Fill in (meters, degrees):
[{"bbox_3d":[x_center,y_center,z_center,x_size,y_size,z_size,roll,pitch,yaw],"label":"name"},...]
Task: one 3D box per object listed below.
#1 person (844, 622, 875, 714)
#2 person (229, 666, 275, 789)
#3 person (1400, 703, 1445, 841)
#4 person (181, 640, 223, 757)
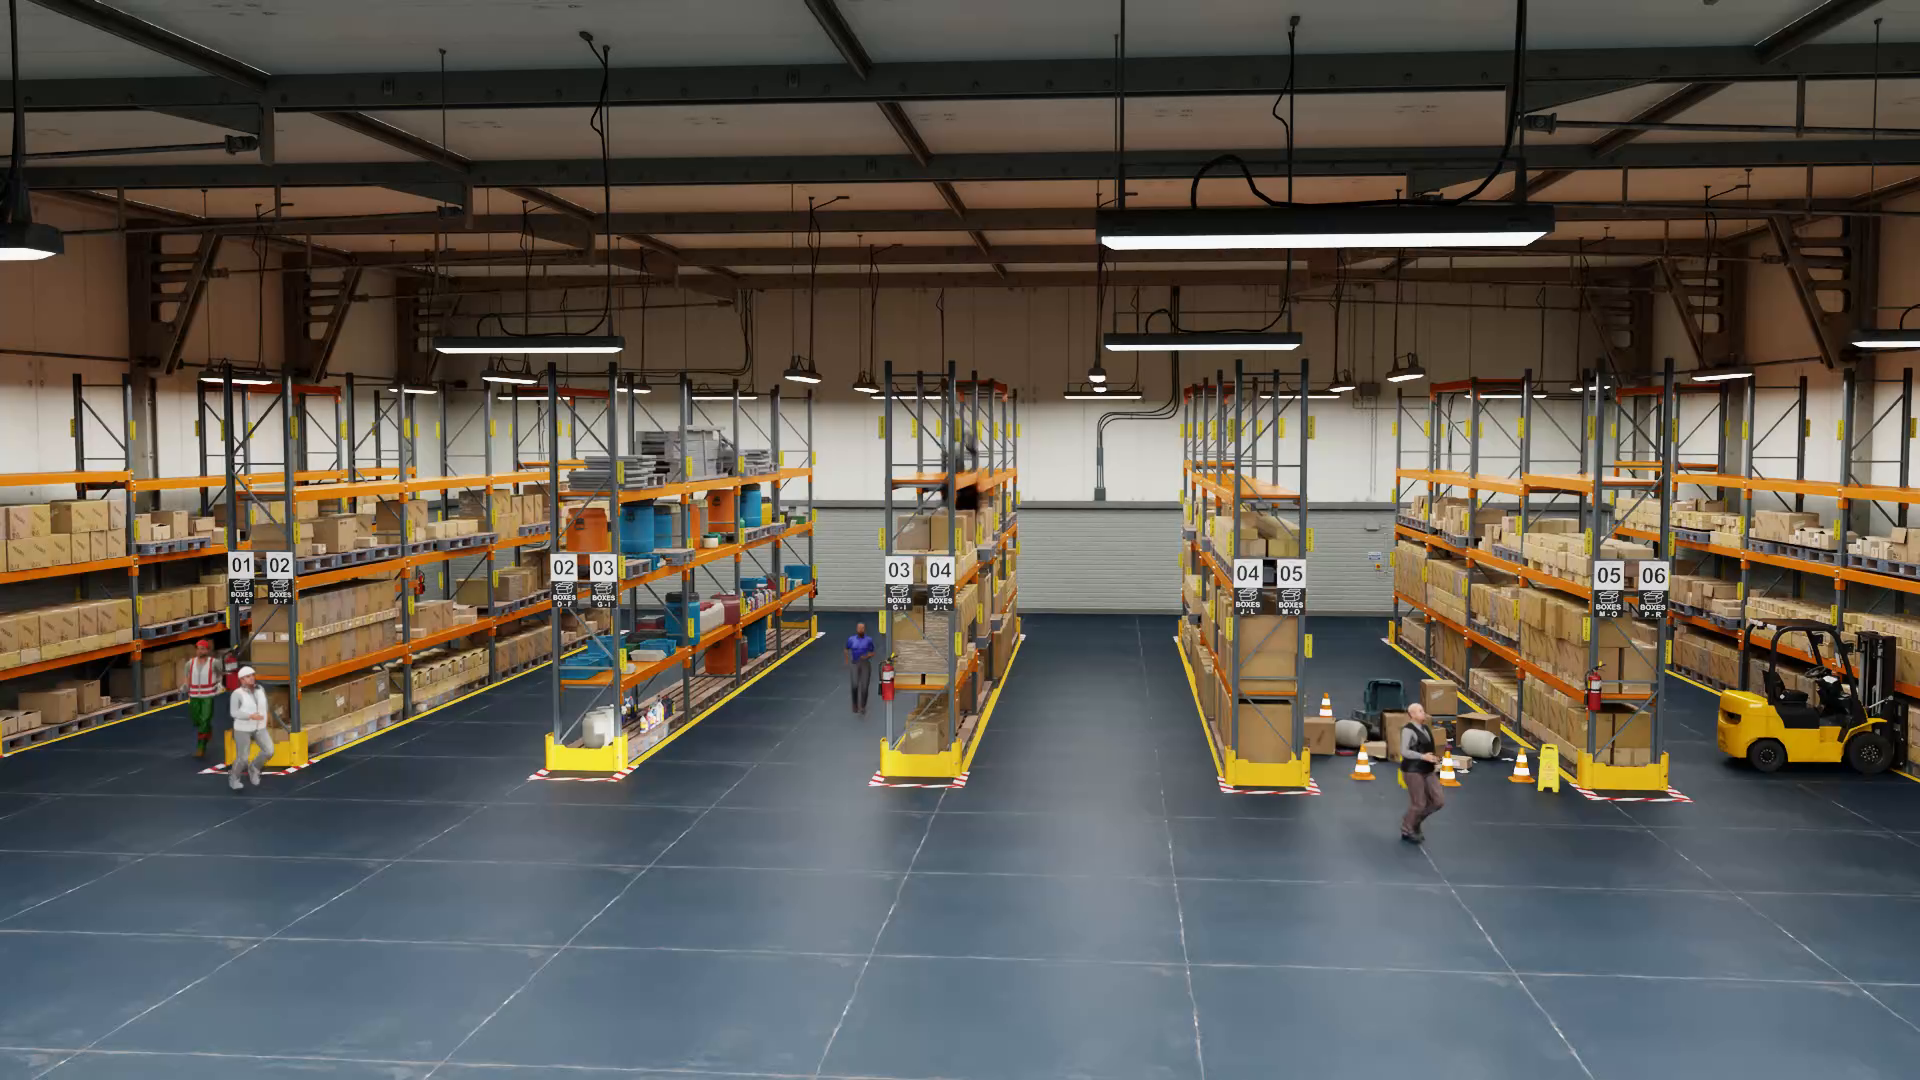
[{"bbox_3d":[-1.762,2.261,29.226,0.550,1.614,0.646,0,4,-3],"label":"person"},{"bbox_3d":[-9.819,2.602,23.070,0.803,1.729,0.677,3,5,36],"label":"person"},{"bbox_3d":[5.624,2.823,20.174,0.648,1.677,0.590,-3,5,-42],"label":"person"},{"bbox_3d":[-11.709,2.429,25.775,0.657,1.772,0.869,0,4,-6],"label":"person"}]
